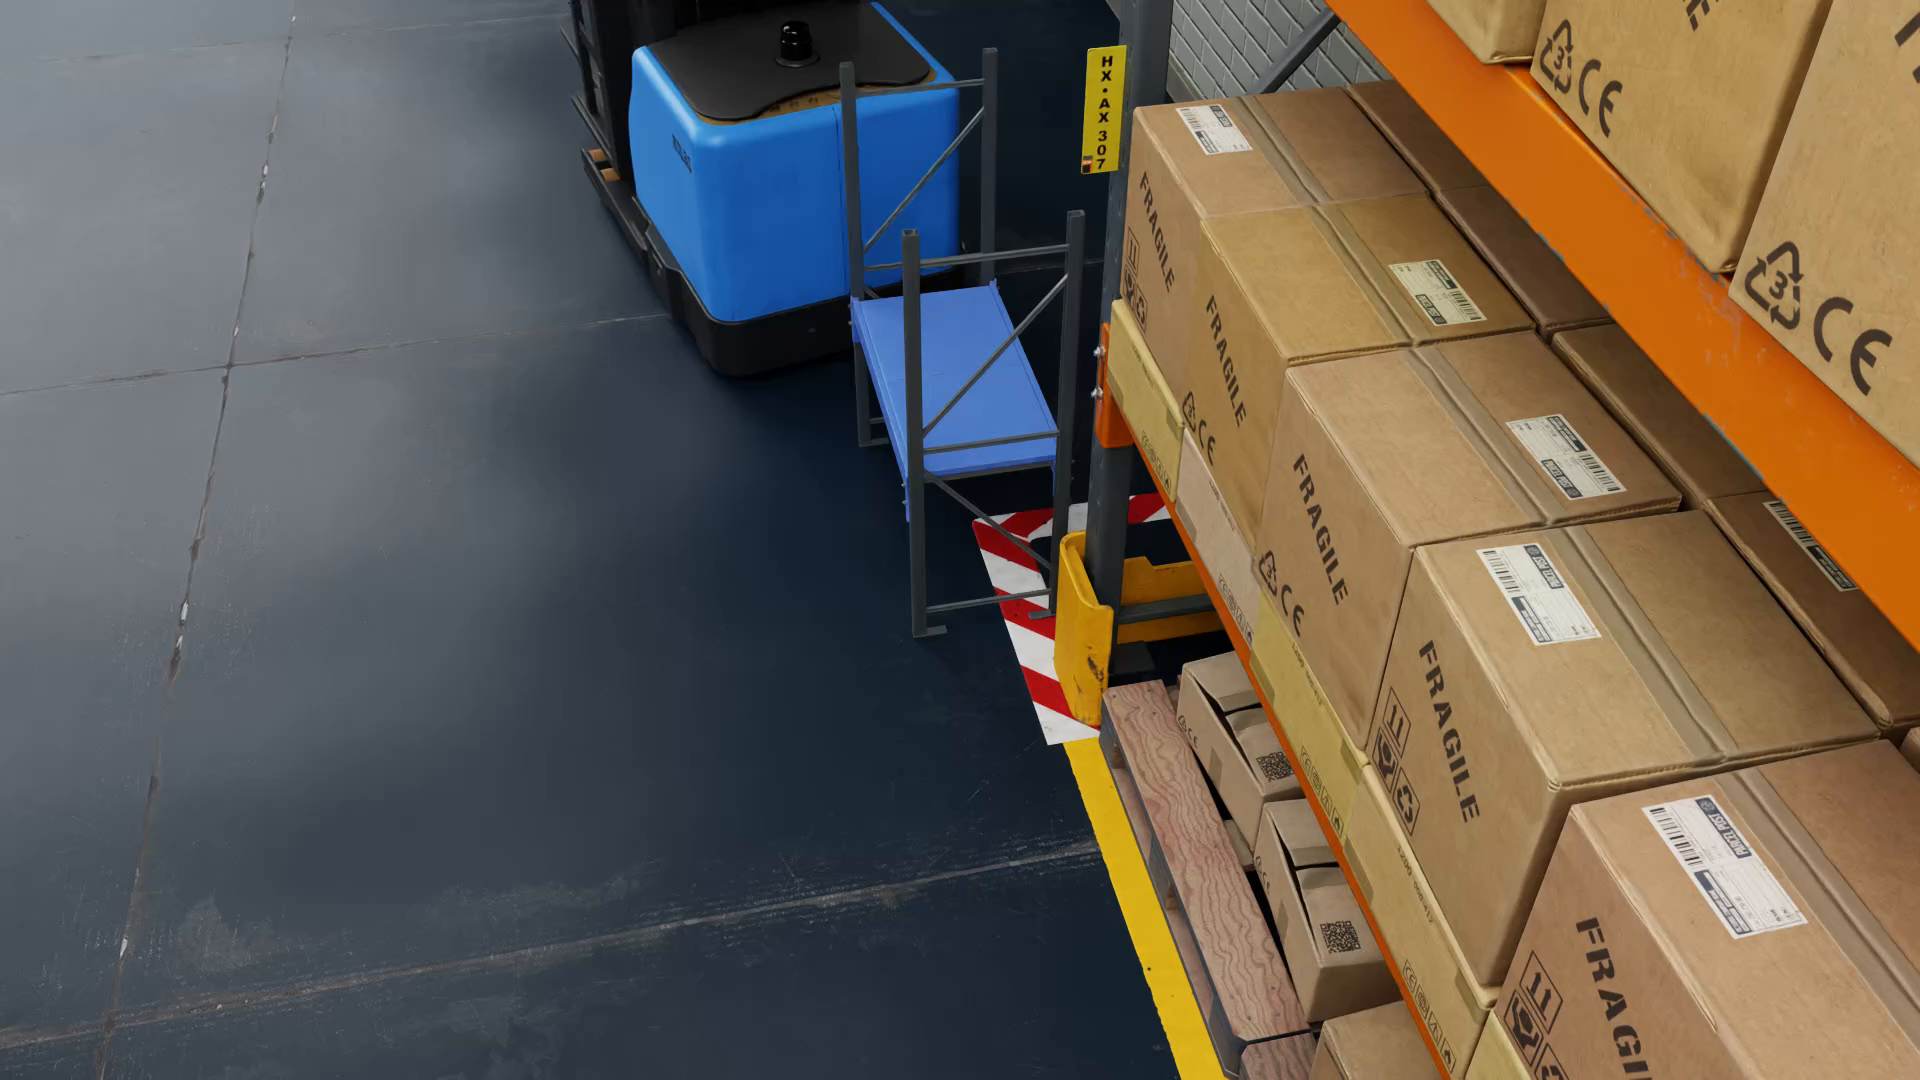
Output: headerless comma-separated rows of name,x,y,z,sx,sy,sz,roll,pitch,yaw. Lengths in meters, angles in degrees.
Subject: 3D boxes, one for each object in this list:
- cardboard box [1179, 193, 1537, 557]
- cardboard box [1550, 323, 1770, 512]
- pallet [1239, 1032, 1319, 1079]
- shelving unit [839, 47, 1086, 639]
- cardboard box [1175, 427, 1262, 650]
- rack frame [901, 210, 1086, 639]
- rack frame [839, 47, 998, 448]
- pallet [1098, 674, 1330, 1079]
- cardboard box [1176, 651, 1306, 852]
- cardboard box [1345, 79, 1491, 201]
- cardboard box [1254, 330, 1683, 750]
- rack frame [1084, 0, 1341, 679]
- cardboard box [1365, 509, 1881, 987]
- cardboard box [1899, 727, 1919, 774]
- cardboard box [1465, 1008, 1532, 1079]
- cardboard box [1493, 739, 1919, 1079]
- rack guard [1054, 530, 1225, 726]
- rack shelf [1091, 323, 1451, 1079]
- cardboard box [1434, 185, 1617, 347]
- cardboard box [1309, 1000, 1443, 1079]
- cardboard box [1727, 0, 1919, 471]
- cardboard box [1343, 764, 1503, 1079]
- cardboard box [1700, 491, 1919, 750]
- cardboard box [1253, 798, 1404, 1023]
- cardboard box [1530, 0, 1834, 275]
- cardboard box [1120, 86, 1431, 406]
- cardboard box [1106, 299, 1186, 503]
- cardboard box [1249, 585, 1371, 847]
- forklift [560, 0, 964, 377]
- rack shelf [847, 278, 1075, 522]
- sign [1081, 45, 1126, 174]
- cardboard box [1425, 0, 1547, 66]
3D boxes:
cardboard box,0.784,-0.343,3.410,0.500,0.500,0.500,-8,42,-9
cardboard box,1.402,-0.080,3.114,0.500,0.500,0.500,-9,42,-10
pallet,1.295,1.627,3.758,1.003,0.211,1.213,-8,42,-9
shelving unit,-0.018,-0.616,5.314,0.538,1.500,1.048,-8,42,-9
cardboard box,0.799,-0.041,3.634,0.500,0.250,0.500,-10,42,-11
rack frame,0.091,-0.287,4.943,0.500,1.500,0.032,-8,42,-9
rack frame,-0.128,-0.946,5.686,0.500,1.500,0.032,-8,42,-9
pallet,1.035,0.838,4.647,1.003,0.211,1.213,-8,42,-9
cardboard box,0.939,0.517,4.603,0.500,0.311,0.500,-13,43,-14
cardboard box,1.187,-0.743,3.860,0.500,0.500,0.500,-9,42,-10
cardboard box,0.890,-0.008,3.032,0.500,0.500,0.500,-10,42,-11
rack frame,0.878,-0.786,4.376,1.000,3.000,0.127,-8,42,-9
cardboard box,1.013,0.325,2.657,0.500,0.500,0.500,-7,42,-8
cardboard box,1.634,0.581,2.369,0.500,0.500,0.500,-7,42,-8
cardboard box,1.120,0.944,2.525,0.500,0.250,0.500,-9,42,-10
cardboard box,1.126,0.662,2.277,0.500,0.500,0.500,-9,42,-11
rack guard,0.894,0.198,5.150,1.175,0.500,0.348,-8,42,-9
rack shelf,1.310,0.780,3.154,1.077,0.370,4.000,-8,42,-9
cardboard box,1.286,-0.415,3.491,0.500,0.500,0.500,-8,42,-9
cardboard box,1.172,1.298,3.580,0.700,0.500,0.500,-11,43,-12
cardboard box,1.138,-0.335,1.518,0.500,0.500,0.500,-10,43,-11
cardboard box,1.010,0.618,2.892,0.500,0.250,0.500,-8,42,-9
cardboard box,1.511,0.246,2.746,0.500,0.500,0.500,-8,42,-9
cardboard box,1.062,0.886,4.186,0.500,0.311,0.500,-5,42,-6
cardboard box,1.039,-0.666,1.891,0.500,0.500,0.500,-6,42,-7
cardboard box,0.687,-0.665,3.773,0.500,0.500,0.500,-8,42,-9
cardboard box,0.673,-0.375,4.011,0.500,0.250,0.500,-9,42,-11
cardboard box,0.903,0.290,3.262,0.500,0.250,0.500,-9,42,-10
forklift,-1.062,-2.700,6.584,1.130,2.935,3.031,-17,44,-18
rack shelf,-0.018,-0.482,5.434,0.538,0.185,1.000,-8,42,-9
sign,0.348,-1.032,4.001,0.100,0.325,0.005,-8,42,-9
cardboard box,0.903,-1.011,2.279,0.500,0.500,0.500,-7,42,-7
